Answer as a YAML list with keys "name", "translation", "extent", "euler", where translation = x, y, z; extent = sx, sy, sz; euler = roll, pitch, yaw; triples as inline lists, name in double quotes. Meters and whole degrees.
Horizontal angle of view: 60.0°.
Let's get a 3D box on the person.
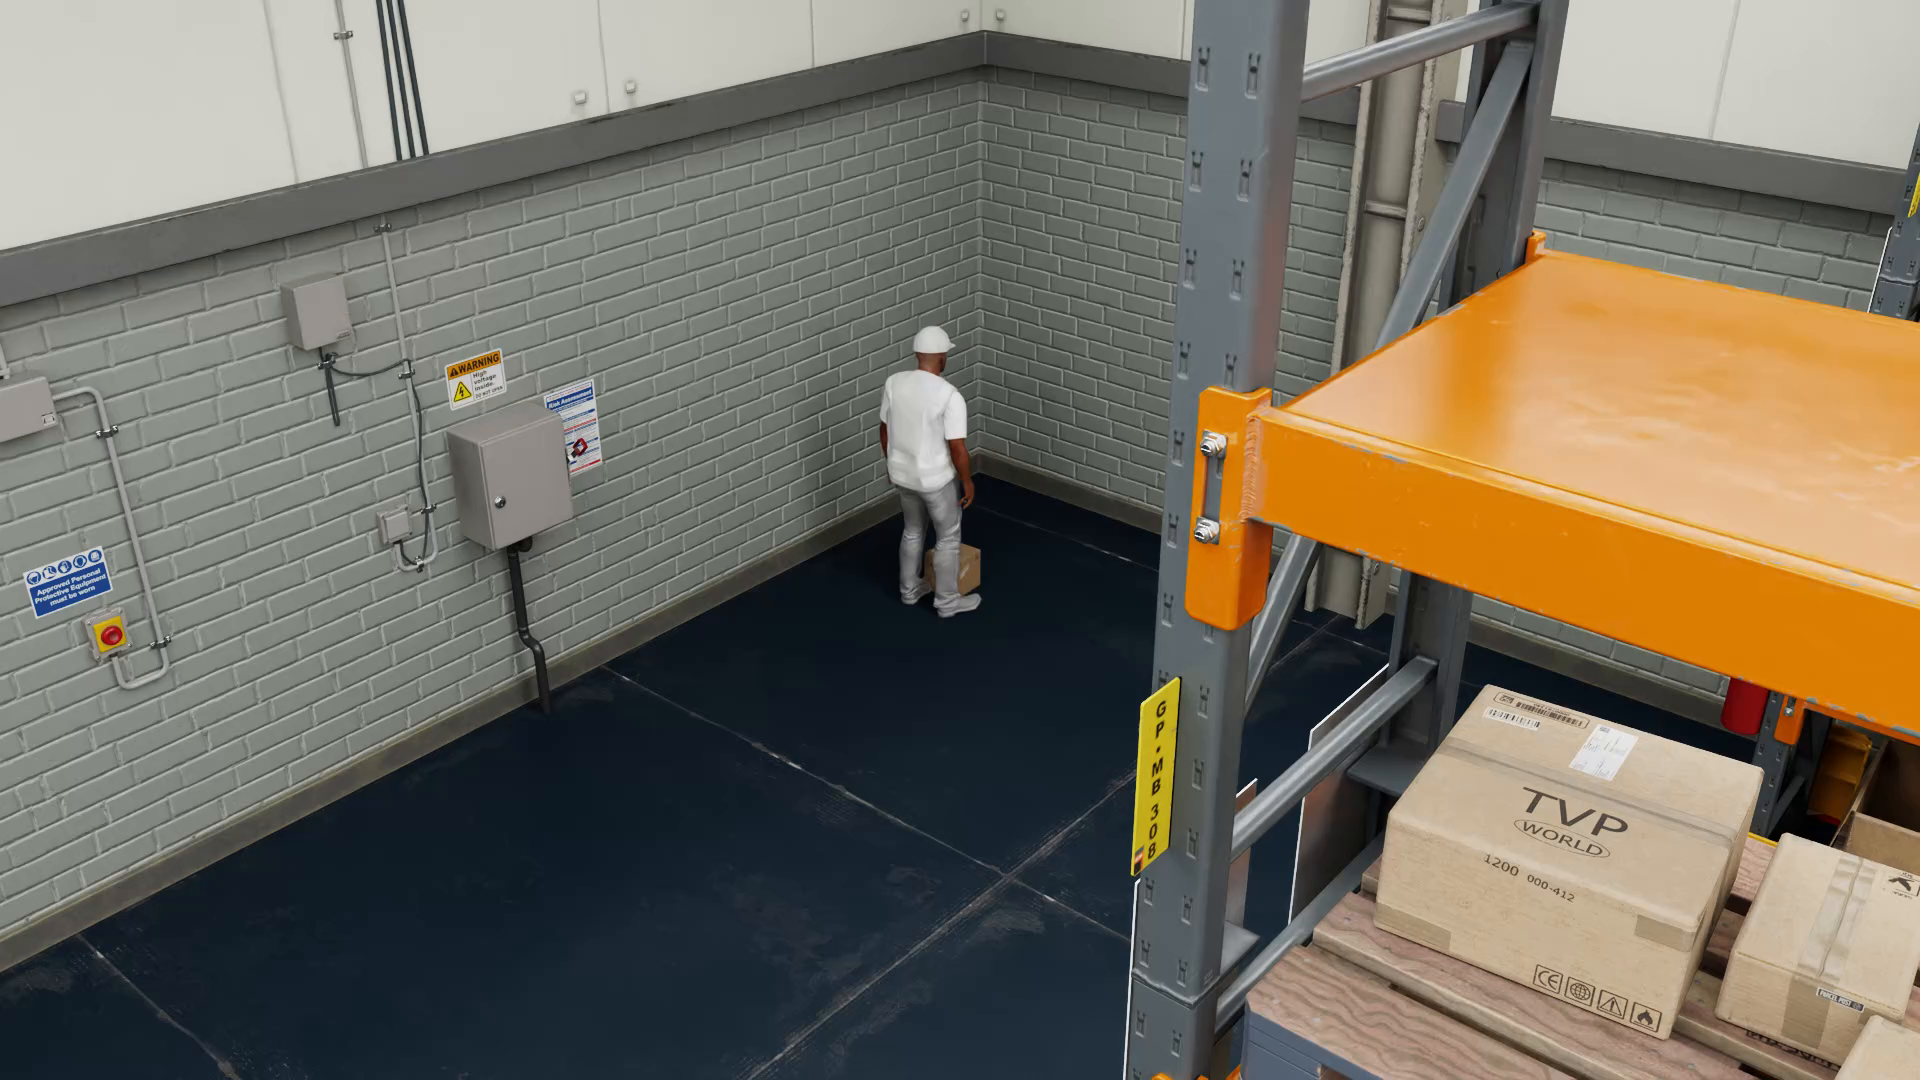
- name: "person"
  translation: [-0.181, -0.402, 9.803]
  extent: [0.625, 1.759, 0.463]
  euler: [19, 33, 32]
